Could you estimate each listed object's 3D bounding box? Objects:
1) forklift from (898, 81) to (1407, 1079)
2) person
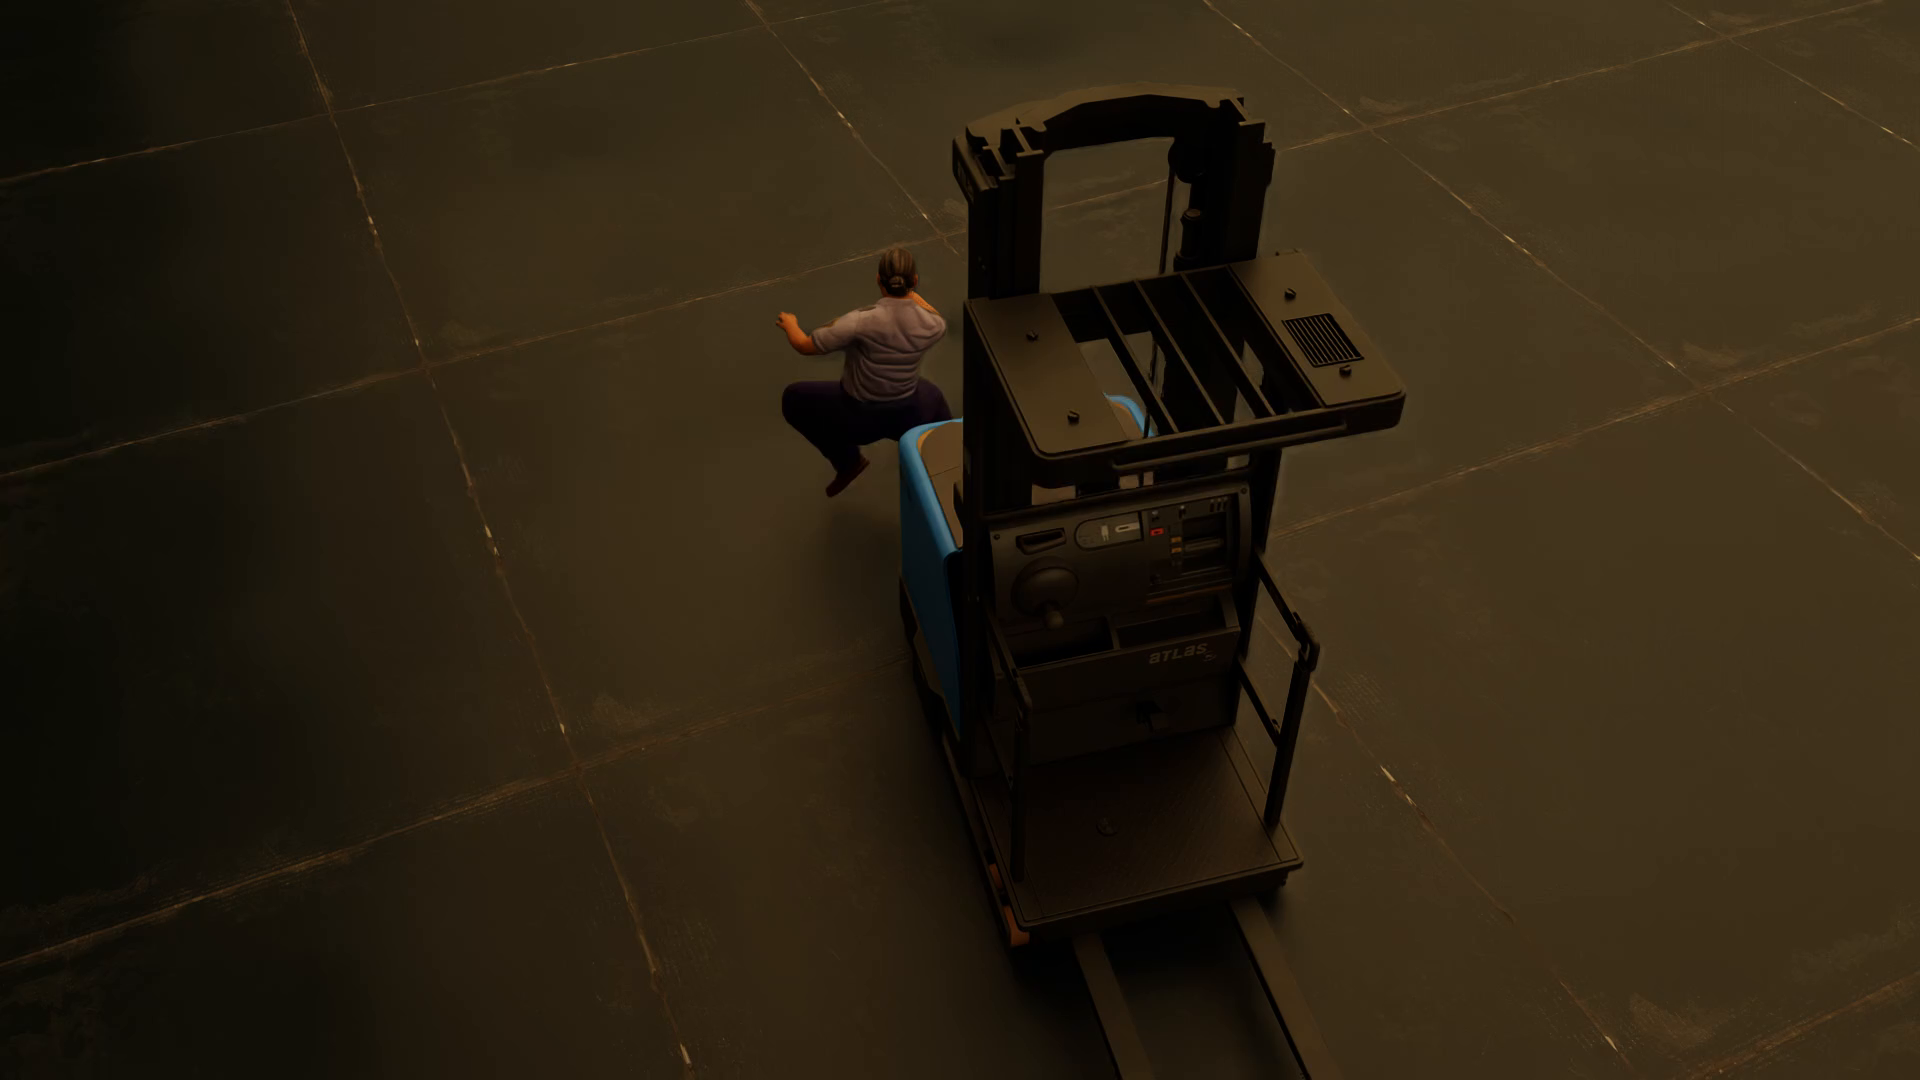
[{"bbox_3d":[0.612,0.143,5.527,1.130,2.935,3.031,-10,44,-11],"label":"forklift"},{"bbox_3d":[-0.370,-0.780,7.623,0.909,1.413,0.740,-11,44,-12],"label":"person"}]
